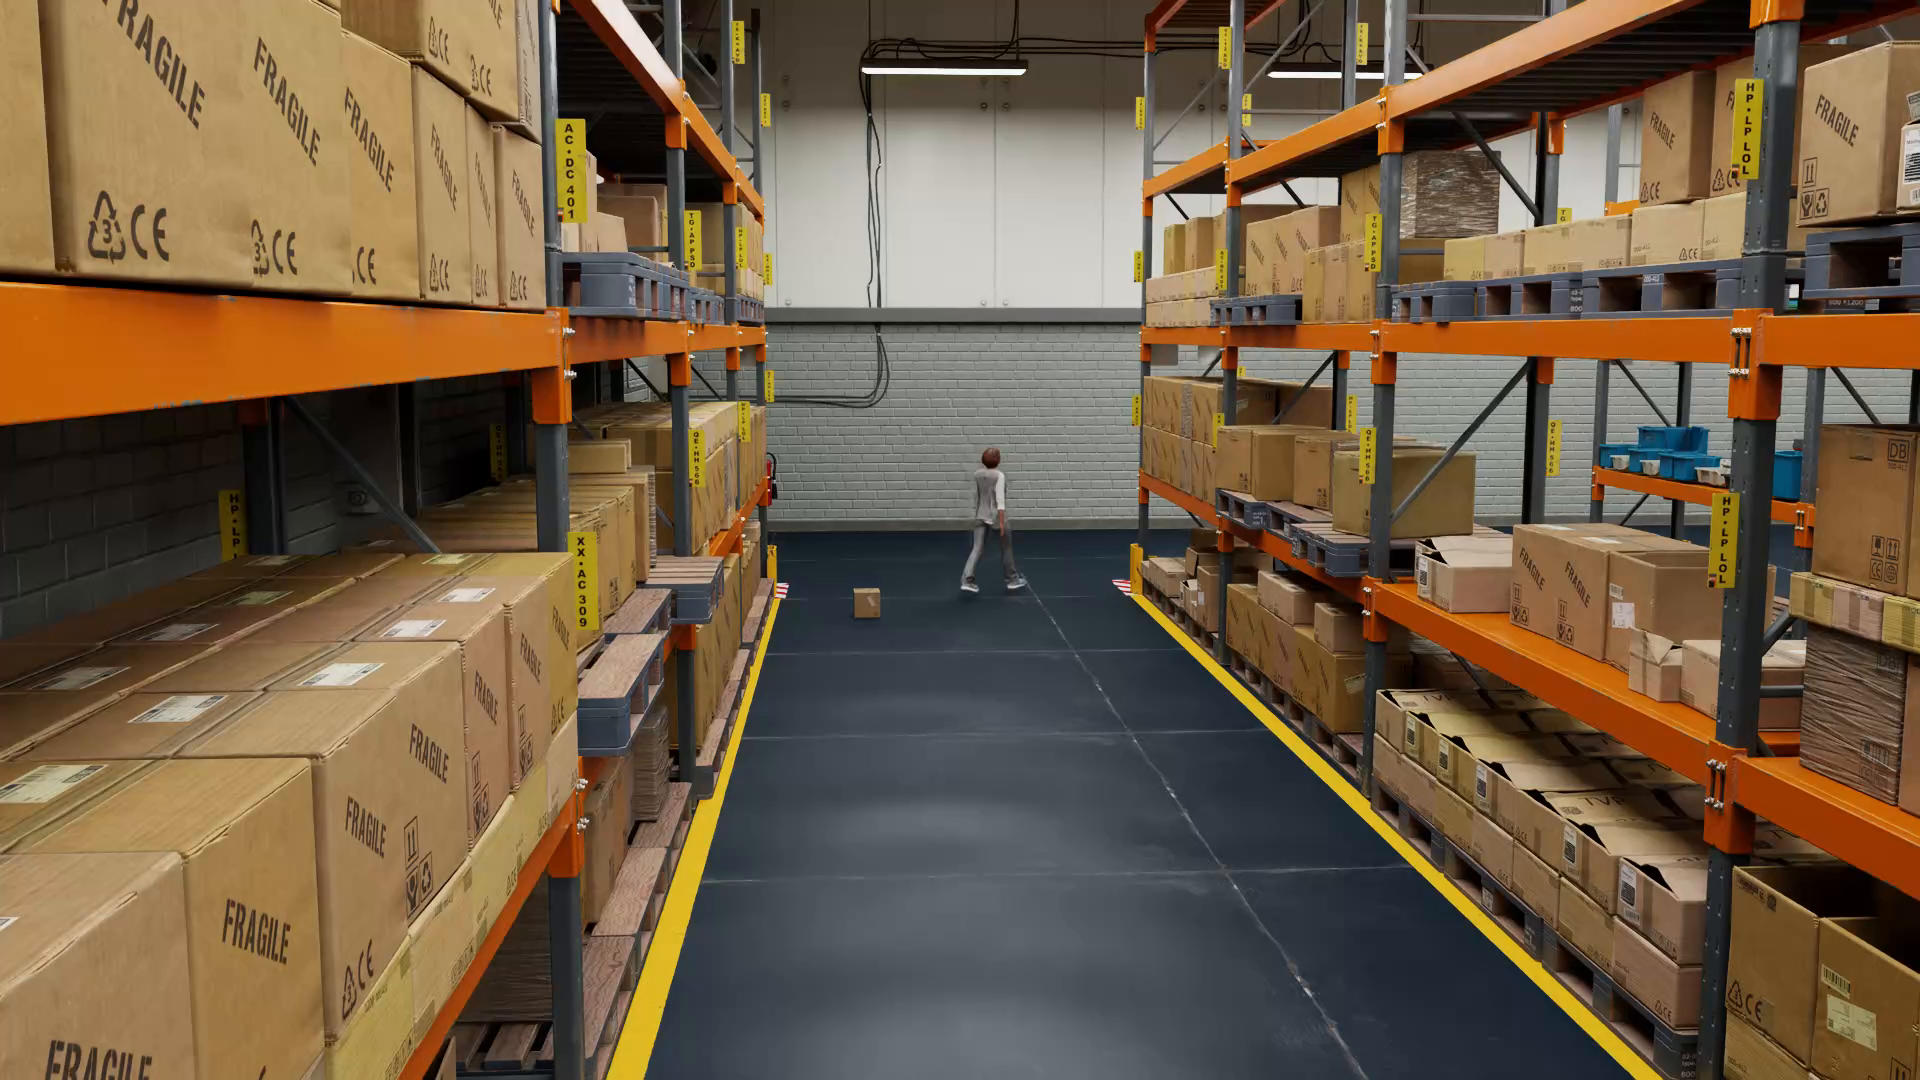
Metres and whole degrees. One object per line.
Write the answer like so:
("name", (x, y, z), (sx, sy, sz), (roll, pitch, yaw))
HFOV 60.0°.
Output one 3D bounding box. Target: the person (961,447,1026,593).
("person", (0.341, -0.222, 17.555), (0.446, 1.532, 0.993), (4, 8, 30))
